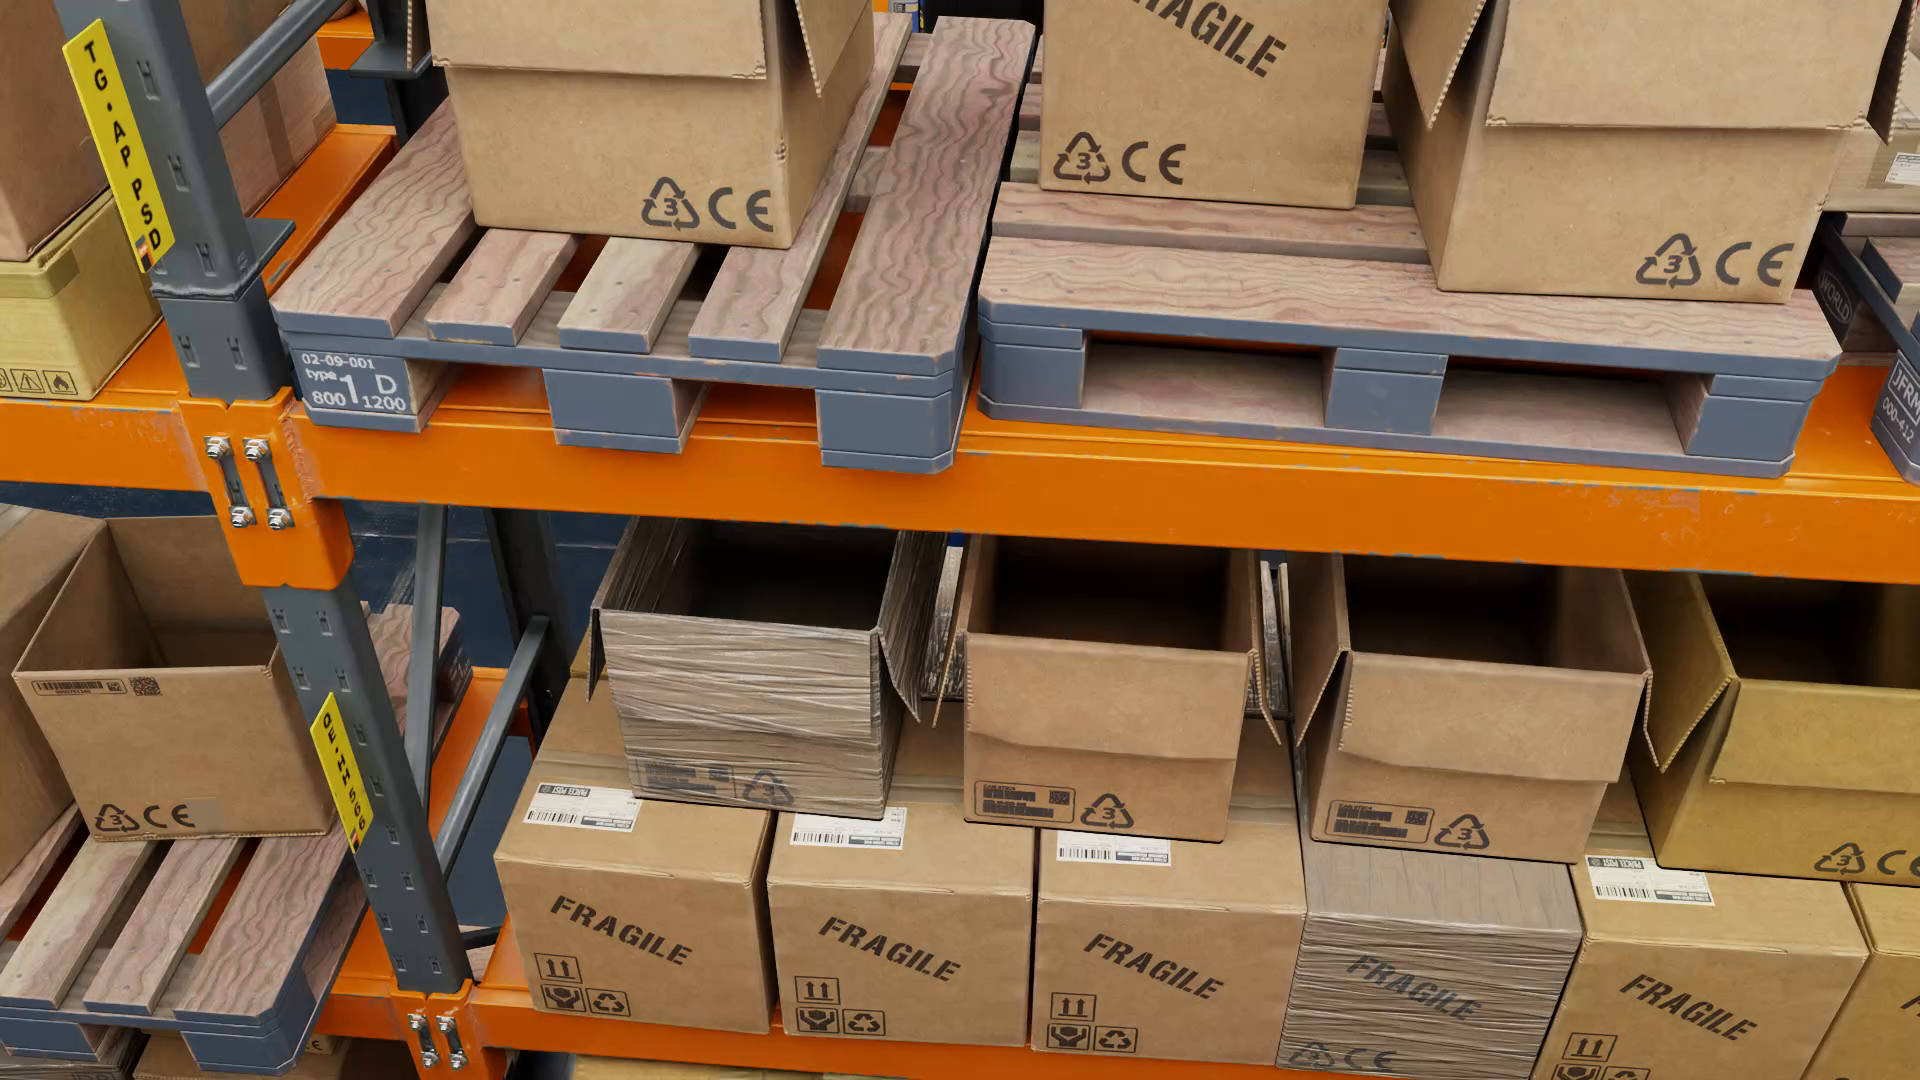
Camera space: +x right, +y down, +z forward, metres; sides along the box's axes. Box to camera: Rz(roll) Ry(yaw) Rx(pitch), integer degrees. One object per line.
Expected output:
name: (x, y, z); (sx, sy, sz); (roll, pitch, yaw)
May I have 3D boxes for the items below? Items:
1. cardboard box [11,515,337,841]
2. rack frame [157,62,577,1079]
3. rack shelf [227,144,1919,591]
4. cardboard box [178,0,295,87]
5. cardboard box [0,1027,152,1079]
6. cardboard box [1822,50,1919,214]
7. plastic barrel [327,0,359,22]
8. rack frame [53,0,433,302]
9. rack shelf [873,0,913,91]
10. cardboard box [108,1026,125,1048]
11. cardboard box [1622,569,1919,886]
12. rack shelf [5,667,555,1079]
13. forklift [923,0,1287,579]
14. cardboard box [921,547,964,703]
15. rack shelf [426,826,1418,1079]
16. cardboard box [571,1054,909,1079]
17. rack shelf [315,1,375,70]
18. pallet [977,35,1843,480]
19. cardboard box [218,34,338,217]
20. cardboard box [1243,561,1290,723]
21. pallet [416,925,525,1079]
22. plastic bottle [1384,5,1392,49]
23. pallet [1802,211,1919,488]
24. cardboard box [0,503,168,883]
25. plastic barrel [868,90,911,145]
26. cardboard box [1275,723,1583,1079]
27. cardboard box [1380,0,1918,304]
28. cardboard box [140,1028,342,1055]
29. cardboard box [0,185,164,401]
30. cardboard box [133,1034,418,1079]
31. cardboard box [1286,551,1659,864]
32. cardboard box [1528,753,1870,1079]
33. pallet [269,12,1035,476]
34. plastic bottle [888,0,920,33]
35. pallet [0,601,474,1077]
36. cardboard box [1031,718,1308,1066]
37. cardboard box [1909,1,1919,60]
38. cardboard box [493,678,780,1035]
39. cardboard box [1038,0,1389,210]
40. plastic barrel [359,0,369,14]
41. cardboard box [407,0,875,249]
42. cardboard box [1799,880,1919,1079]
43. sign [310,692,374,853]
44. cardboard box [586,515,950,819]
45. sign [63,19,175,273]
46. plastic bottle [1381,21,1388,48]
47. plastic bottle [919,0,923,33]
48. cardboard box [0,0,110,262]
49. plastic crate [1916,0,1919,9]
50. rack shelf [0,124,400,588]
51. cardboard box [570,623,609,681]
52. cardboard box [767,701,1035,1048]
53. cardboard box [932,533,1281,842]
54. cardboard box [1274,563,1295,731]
cardboard box: (-1.616, 0.292, 3.603); (0.500, 0.500, 0.500); (-1, 39, -2)
rack frame: (-1.074, 0.498, 3.762); (0.127, 3.000, 1.000); (3, 39, 4)
rack shelf: (0.918, -0.277, 2.908); (4.000, 0.370, 1.077); (3, 39, 4)
cardboard box: (-1.520, -1.085, 2.856); (0.500, 0.500, 0.500); (3, 39, 4)
cardboard box: (-2.297, 1.251, 4.469); (0.500, 0.500, 0.700); (0, 39, 0)
cardboard box: (1.440, -0.688, 2.709); (0.250, 0.149, 0.380); (2, 39, 2)
plastic barrel: (-2.967, -2.657, 7.531); (0.433, 0.535, 0.433); (0, 39, 0)
rack frame: (-1.074, -1.828, 1.868); (0.127, 3.000, 1.000); (3, 39, 4)
rack shelf: (1.345, -2.229, 7.682); (4.000, 0.370, 1.077); (3, 39, 4)
cardboard box: (-2.274, 0.966, 4.224); (0.500, 0.250, 0.500); (7, 40, 9)
cardboard box: (1.591, 0.214, 3.237); (0.637, 0.503, 0.797); (4, 39, 4)
rack shelf: (-3.067, 0.668, 4.123); (4.000, 0.370, 1.077); (3, 39, 4)
forklift: (0.628, -1.104, 5.784); (3.031, 2.935, 1.130); (3, 39, 4)
cardboard box: (-0.065, 0.361, 3.851); (0.500, 0.500, 0.500); (3, 39, 3)
rack shelf: (0.918, 0.886, 3.855); (4.000, 0.370, 1.077); (3, 39, 4)
cardboard box: (-0.389, 1.210, 4.238); (0.875, 0.875, 1.225); (1, 39, 2)
rack shelf: (-2.640, -2.447, 7.950); (4.000, 0.370, 1.077); (3, 39, 4)
pallet: (0.686, -0.531, 2.800); (1.213, 0.211, 1.003); (5, 39, 6)
cardboard box: (-1.521, -0.793, 3.090); (0.500, 0.250, 0.500); (4, 39, 5)
cardboard box: (0.452, 0.388, 3.818); (0.500, 0.500, 0.500); (2, 39, 2)
pallet: (-1.853, 1.536, 4.695); (1.213, 0.211, 1.003); (3, 39, 4)
plastic bottle: (1.917, -2.224, 7.204); (0.135, 0.276, 0.152); (3, 39, 4)
pallet: (1.993, -0.392, 2.631); (1.217, 0.209, 0.805); (2, 39, 2)
cardboard box: (-2.181, 0.325, 3.563); (0.500, 0.500, 0.700); (9, 40, 10)
plastic barrel: (-0.158, -1.922, 8.122); (0.708, 0.830, 0.600); (3, 39, 4)
cardboard box: (0.909, 0.738, 3.388); (0.500, 0.500, 0.500); (3, 39, 4)
cardboard box: (0.963, -0.770, 2.529); (0.637, 0.503, 0.797); (3, 39, 3)
cardboard box: (-1.745, 0.989, 4.197); (0.500, 0.250, 0.500); (5, 39, 6)
cardboard box: (-1.569, -0.479, 2.704); (0.500, 0.250, 0.500); (3, 39, 4)
cardboard box: (-1.744, 1.273, 4.441); (0.500, 0.500, 0.700); (1, 39, 1)
cardboard box: (0.970, 0.190, 3.266); (0.637, 0.503, 0.797); (4, 39, 5)
cardboard box: (1.408, 0.768, 3.351); (0.500, 0.500, 0.500); (3, 39, 3)
pallet: (-0.428, -0.590, 2.872); (1.003, 0.211, 1.213); (5, 39, 6)
plastic bottle: (-0.244, -2.342, 7.349); (0.135, 0.276, 0.152); (3, 39, 4)
pallet: (-1.794, 0.601, 3.788); (1.003, 0.211, 1.213); (3, 39, 4)
cardboard box: (0.411, 0.709, 3.423); (0.500, 0.500, 0.500); (2, 39, 3)
cardboard box: (1.825, -0.692, 2.586); (0.500, 0.311, 0.500); (2, 39, 2)
cardboard box: (-0.614, 0.657, 3.487); (0.500, 0.500, 0.500); (4, 39, 5)
cardboard box: (0.407, -0.887, 2.676); (0.500, 0.500, 0.500); (5, 39, 6)
plastic barrel: (-2.536, -2.634, 7.502); (0.433, 0.535, 0.433); (0, 39, 0)
cardboard box: (-0.460, -0.880, 2.664); (0.637, 0.503, 0.797); (5, 39, 6)
cardboard box: (1.929, 0.792, 3.321); (0.500, 0.500, 0.500); (4, 39, 5)
sign: (-1.112, 0.422, 3.001); (0.005, 0.325, 0.100); (3, 39, 4)
cardboard box: (-0.347, 0.120, 3.352); (0.637, 0.503, 0.797); (4, 39, 5)
sign: (-1.123, -0.524, 2.232); (0.005, 0.325, 0.100); (3, 39, 4)
plastic bottle: (1.799, -2.184, 7.214); (0.097, 0.201, 0.097); (0, 39, 0)
plastic bottle: (-0.131, -2.316, 7.322); (0.097, 0.271, 0.097); (0, 39, 0)
cardboard box: (-1.571, -0.766, 2.464); (0.500, 0.500, 0.500); (4, 39, 5)
plastic crate: (4.206, -2.241, 7.028); (0.583, 0.464, 0.402); (3, 39, 4)
rack shelf: (-3.067, -0.495, 3.176); (4.000, 0.370, 1.077); (3, 39, 4)
cardboard box: (-0.561, 0.331, 3.889); (0.500, 0.500, 0.500); (4, 39, 5)
cardboard box: (-0.100, 0.684, 3.455); (0.500, 0.500, 0.500); (2, 39, 3)
cardboard box: (0.302, 0.158, 3.306); (0.637, 0.503, 0.797); (4, 39, 5)
cardboard box: (0.959, 0.416, 3.784); (0.500, 0.500, 0.500); (4, 39, 5)
